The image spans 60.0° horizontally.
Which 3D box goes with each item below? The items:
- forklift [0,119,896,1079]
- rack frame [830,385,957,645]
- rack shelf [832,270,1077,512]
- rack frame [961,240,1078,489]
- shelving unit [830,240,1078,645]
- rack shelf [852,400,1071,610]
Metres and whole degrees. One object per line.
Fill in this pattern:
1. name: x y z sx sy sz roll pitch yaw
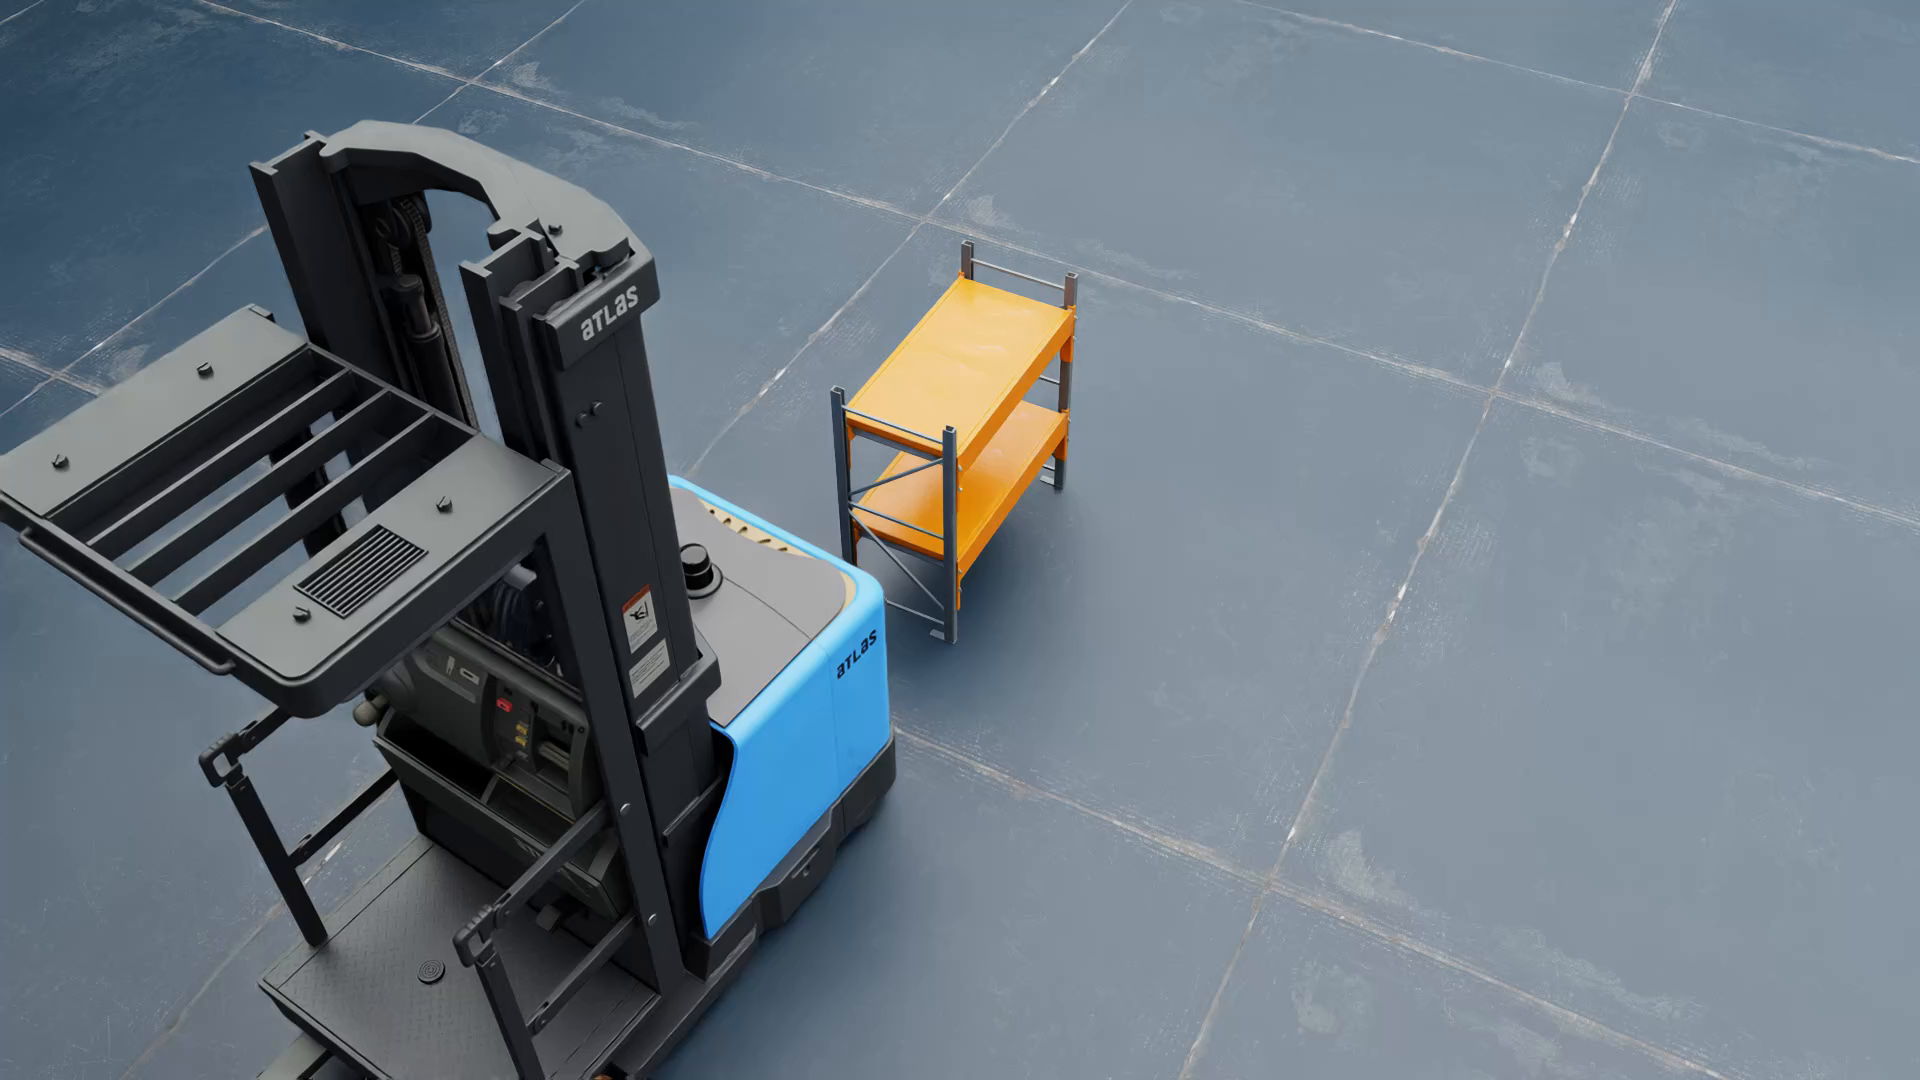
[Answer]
1. forklift: -1.481 0.530 4.445 1.130 2.935 3.031 26 51 23
2. rack frame: -0.239 -0.071 6.309 0.500 1.125 0.032 20 49 19
3. rack shelf: -0.003 -0.597 6.417 0.538 0.278 1.000 20 49 19
4. rack frame: 0.233 -0.711 6.942 0.500 1.125 0.032 20 49 19
5. shelving unit: -0.003 -0.391 6.626 0.538 1.125 1.048 20 49 19
6. rack shelf: -0.003 -0.219 6.800 0.538 0.278 1.000 20 49 19
